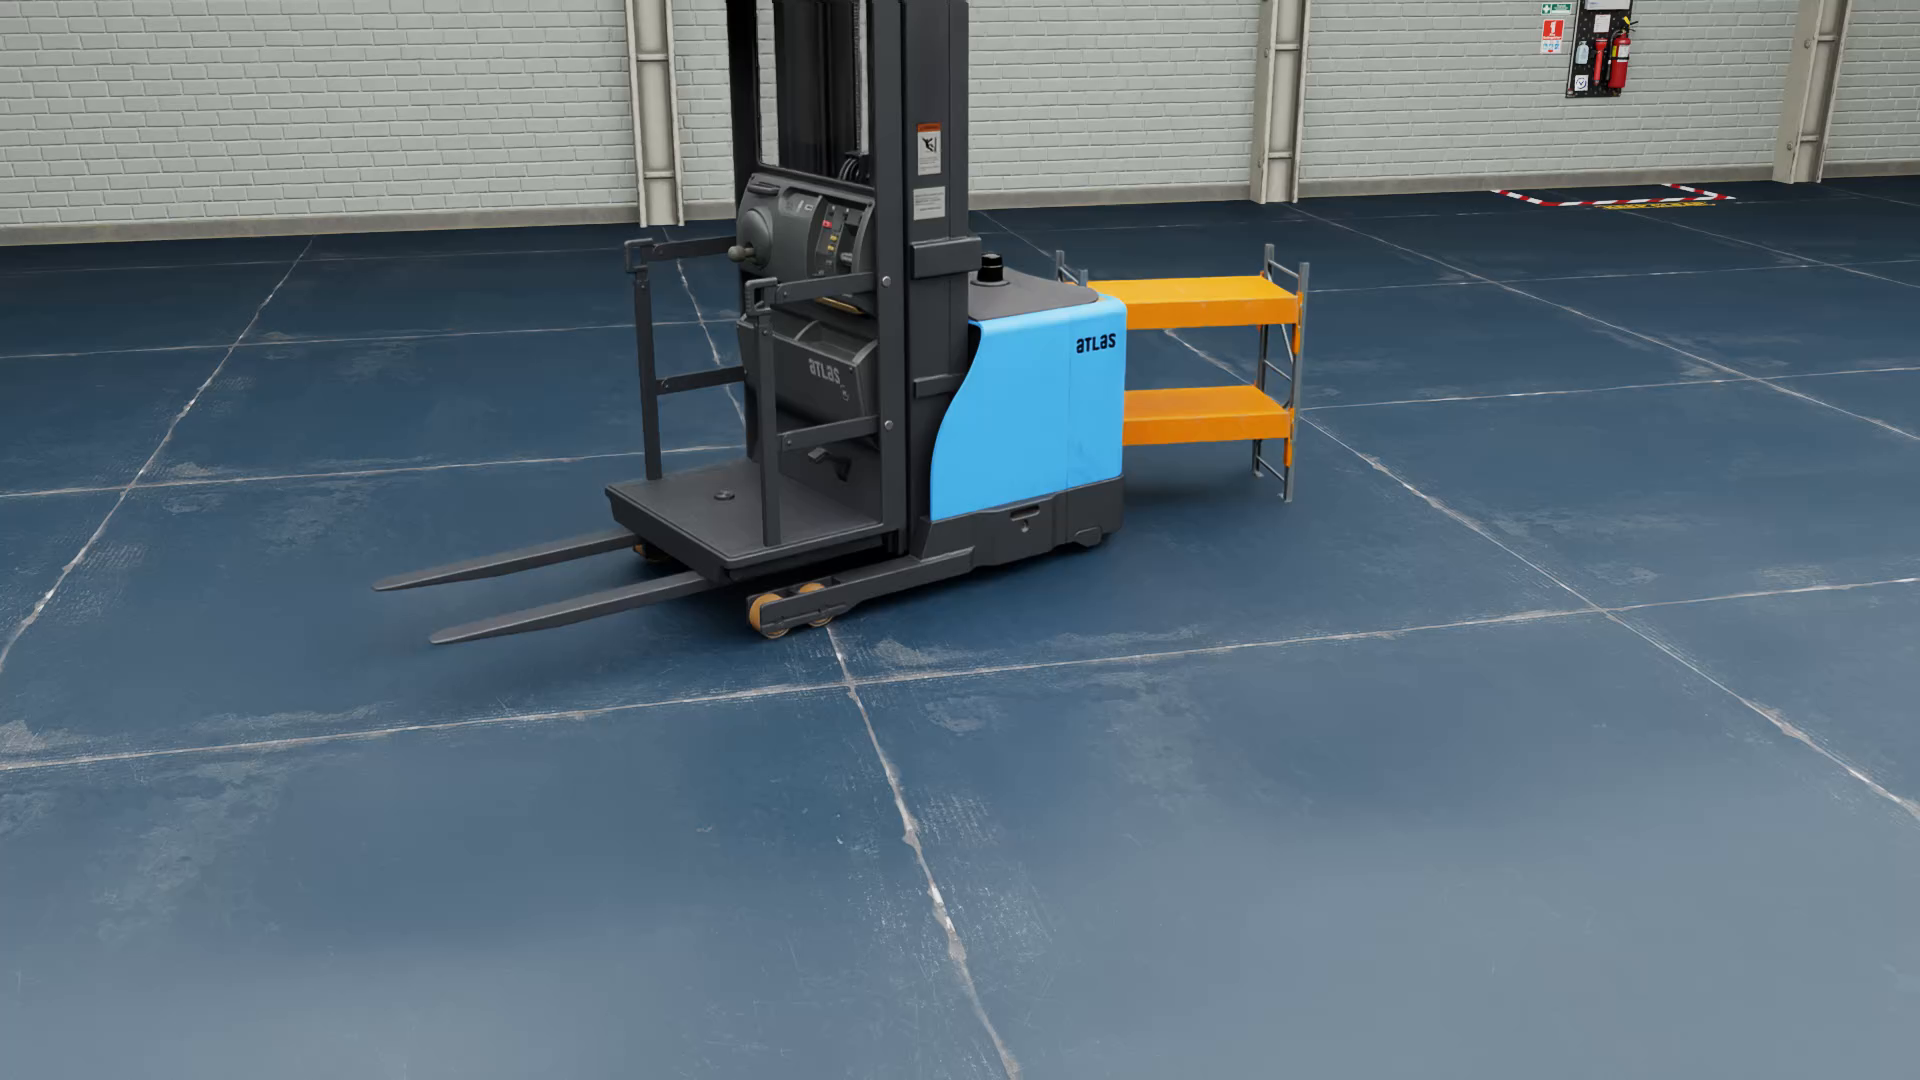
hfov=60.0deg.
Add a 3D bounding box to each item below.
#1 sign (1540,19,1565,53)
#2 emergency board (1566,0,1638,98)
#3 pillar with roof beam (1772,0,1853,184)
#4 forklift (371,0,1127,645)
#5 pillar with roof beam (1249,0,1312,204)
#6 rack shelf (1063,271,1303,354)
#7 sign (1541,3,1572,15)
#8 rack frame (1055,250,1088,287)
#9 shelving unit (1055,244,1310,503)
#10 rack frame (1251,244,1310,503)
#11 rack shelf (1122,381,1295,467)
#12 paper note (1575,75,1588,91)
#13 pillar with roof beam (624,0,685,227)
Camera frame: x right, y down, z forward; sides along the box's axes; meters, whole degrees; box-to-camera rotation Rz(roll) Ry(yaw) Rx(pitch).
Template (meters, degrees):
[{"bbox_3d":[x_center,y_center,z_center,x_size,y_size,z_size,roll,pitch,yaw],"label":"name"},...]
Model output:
[{"bbox_3d":[5.971,-5.078,16.765,0.234,0.329,0.001,-5,21,-12],"label":"sign"},{"bbox_3d":[6.533,-5.071,16.796,0.643,1.169,0.194,-5,21,-12],"label":"emergency board"},{"bbox_3d":[9.937,-6.629,12.329,0.400,9.000,9.100,-5,21,-12],"label":"pillar with roof beam"},{"bbox_3d":[-0.777,-1.210,6.356,3.031,2.935,1.130,-14,24,-33],"label":"forklift"},{"bbox_3d":[4.098,-6.154,11.033,0.400,9.000,9.100,-5,21,-12],"label":"pillar with roof beam"},{"bbox_3d":[1.001,-1.035,7.653,1.000,0.278,0.538,-3,20,-9],"label":"rack shelf"},{"bbox_3d":[5.978,-5.324,16.666,0.331,0.109,0.001,-5,21,-12],"label":"sign"},{"bbox_3d":[0.500,-0.730,7.673,0.032,1.125,0.500,-3,20,-9],"label":"rack frame"},{"bbox_3d":[1.001,-0.760,7.753,1.048,1.125,0.538,-3,20,-9],"label":"shelving unit"},{"bbox_3d":[1.502,-0.789,7.834,0.032,1.125,0.500,-3,20,-9],"label":"rack frame"},{"bbox_3d":[1.001,-0.530,7.837,1.000,0.278,0.538,-3,20,-9],"label":"rack shelf"},{"bbox_3d":[6.345,-4.666,16.972,0.142,0.148,0.016,-5,21,-12],"label":"paper note"},{"bbox_3d":[-1.741,-5.680,9.737,0.400,9.000,9.100,-5,21,-12],"label":"pillar with roof beam"}]
